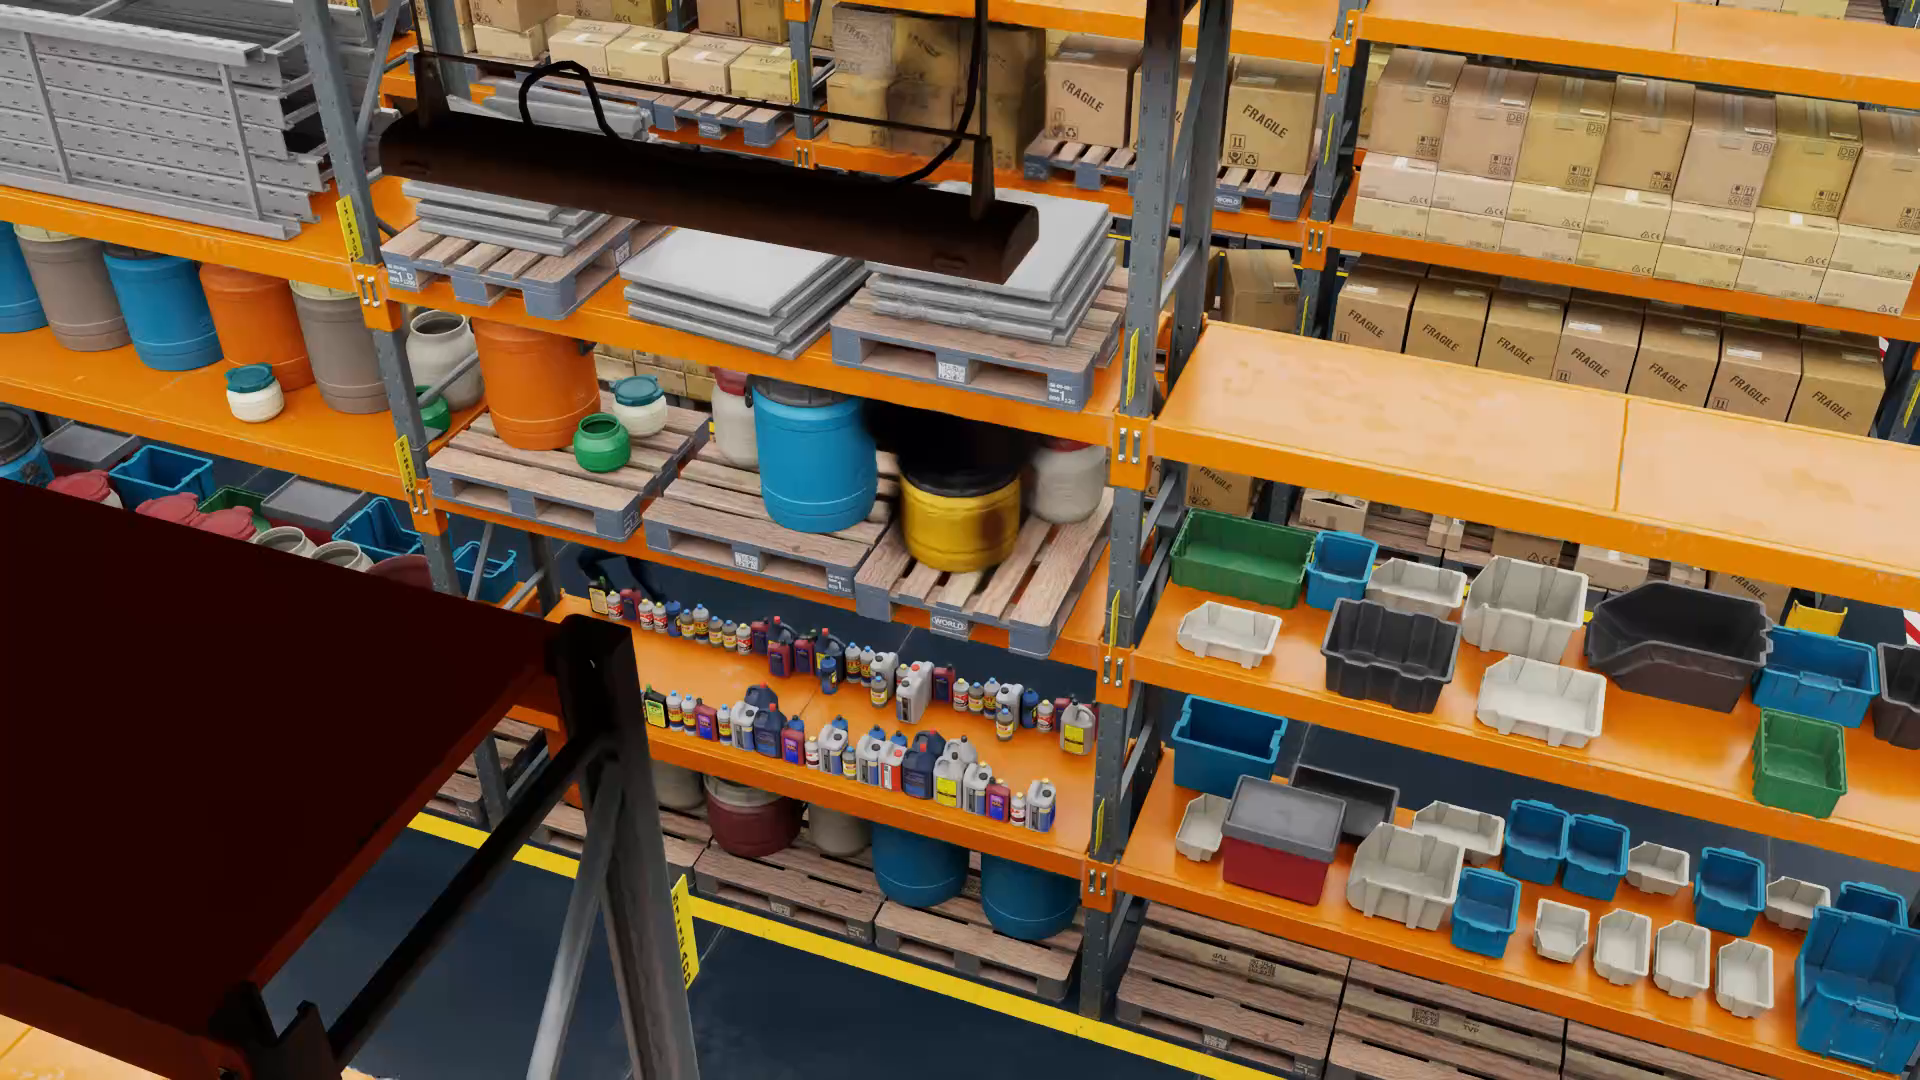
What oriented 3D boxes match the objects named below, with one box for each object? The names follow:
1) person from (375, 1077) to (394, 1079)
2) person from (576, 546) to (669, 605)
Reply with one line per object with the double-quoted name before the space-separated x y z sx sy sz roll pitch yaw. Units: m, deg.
"person" -2.791 3.040 7.831 0.778 1.759 0.681 13 38 17
"person" -2.467 0.011 12.051 0.847 1.553 0.527 15 39 19
